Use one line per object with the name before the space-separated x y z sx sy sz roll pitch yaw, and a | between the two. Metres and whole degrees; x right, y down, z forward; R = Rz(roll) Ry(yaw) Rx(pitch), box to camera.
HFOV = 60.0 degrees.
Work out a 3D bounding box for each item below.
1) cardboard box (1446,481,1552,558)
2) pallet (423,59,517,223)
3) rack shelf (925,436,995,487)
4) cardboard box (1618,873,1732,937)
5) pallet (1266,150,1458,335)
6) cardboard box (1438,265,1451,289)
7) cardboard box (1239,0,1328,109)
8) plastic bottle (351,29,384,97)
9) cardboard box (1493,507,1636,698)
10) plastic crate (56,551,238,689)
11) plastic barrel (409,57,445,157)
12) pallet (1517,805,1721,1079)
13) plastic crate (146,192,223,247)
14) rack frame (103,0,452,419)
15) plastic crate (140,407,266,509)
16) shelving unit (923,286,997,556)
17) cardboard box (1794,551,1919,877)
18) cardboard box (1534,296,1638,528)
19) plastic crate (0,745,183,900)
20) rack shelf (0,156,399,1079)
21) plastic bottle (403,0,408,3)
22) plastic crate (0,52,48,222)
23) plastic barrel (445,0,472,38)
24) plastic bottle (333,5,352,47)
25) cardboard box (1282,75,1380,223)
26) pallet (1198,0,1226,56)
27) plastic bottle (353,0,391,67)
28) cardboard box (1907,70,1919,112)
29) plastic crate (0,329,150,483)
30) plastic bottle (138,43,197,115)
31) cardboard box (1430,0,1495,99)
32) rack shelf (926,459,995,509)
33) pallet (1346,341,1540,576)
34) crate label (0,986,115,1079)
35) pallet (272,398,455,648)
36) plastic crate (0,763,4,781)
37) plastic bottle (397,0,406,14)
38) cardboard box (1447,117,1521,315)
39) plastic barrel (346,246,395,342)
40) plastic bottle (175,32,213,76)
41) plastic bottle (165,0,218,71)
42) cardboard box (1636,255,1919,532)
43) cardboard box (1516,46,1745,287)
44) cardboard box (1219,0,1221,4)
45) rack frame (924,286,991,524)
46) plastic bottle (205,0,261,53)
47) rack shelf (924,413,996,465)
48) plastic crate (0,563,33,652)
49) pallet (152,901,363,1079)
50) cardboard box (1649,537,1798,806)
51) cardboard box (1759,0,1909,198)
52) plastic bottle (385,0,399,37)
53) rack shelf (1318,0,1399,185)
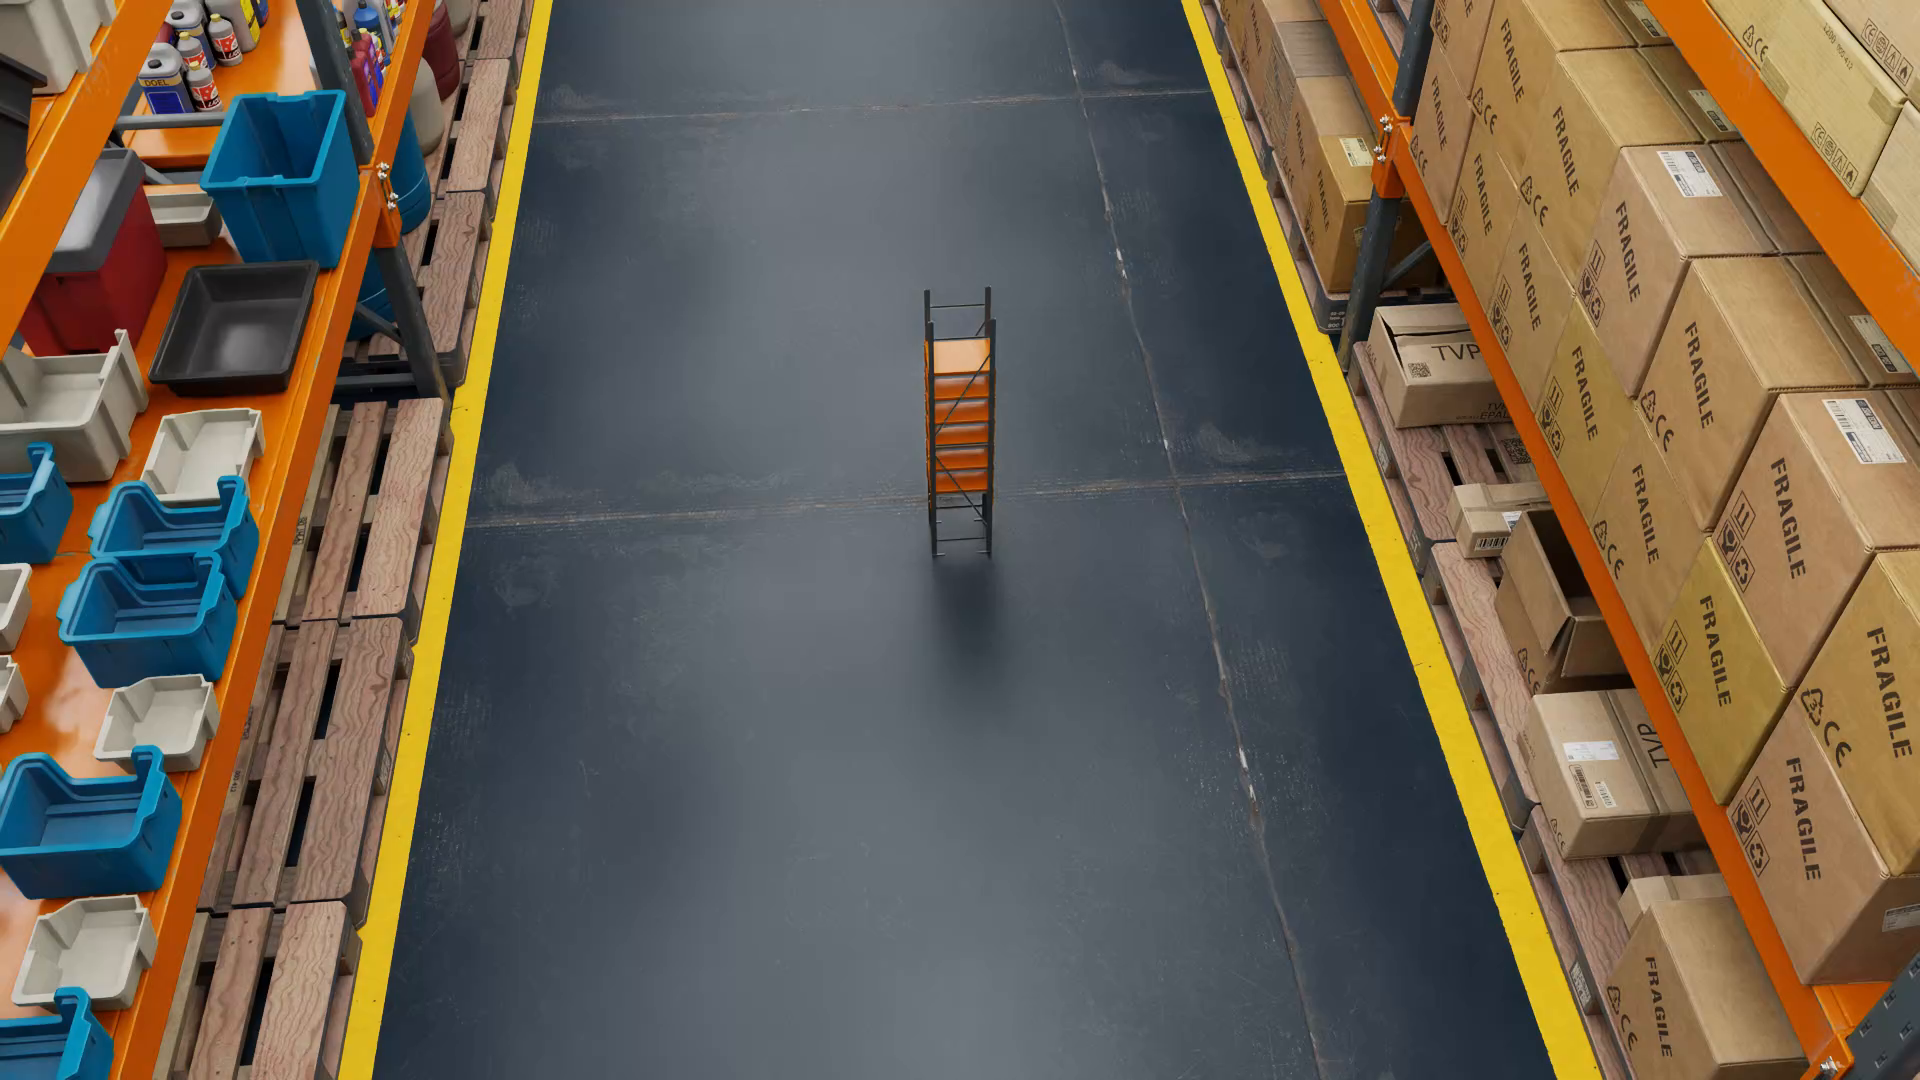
cardboard box | 2.111 -0.085 6.413 0.380 0.166 0.250 -3 47 -3
pallet | -2.856 -2.038 8.535 1.003 0.211 1.213 -3 47 -3
rack shelf | -0.001 -0.310 6.444 0.258 0.103 0.180 -3 47 -3
cardboard box | 2.308 1.190 5.205 0.380 0.166 0.250 -3 47 -3
pallet | 2.103 -1.477 8.004 1.003 0.211 1.213 -3 47 -3
cardboard box | 2.411 -1.507 7.530 0.500 0.500 0.500 -5 47 -5
cardboard box | 1.763 -2.570 8.537 0.500 0.500 0.500 -5 47 -5
plastic bottle | -2.344 -1.899 6.563 0.061 0.283 0.133 -3 47 -3
cardboard box | 2.371 0.216 5.896 0.797 0.503 0.637 -3 47 -3
plastic crate | -2.195 0.228 4.542 0.416 0.233 0.300 -3 47 -3
plastic barrel | -2.774 -2.162 8.156 0.421 0.512 0.421 0 47 0
pallet | 2.470 1.371 5.306 1.003 0.211 1.213 -3 47 -3
plastic crate | -2.831 -1.136 5.901 0.396 0.136 0.243 -3 47 -3
rack frame | -2.727 -1.552 6.154 1.000 3.000 0.127 -3 47 -3
plastic crate | -2.282 -0.240 5.052 0.293 0.136 0.466 -3 47 -3
shelving unit | -0.001 -0.423 6.324 0.258 1.200 0.189 -3 47 -3
cardboard box | 2.232 0.360 3.585 0.500 0.500 0.500 -4 47 -4
cardboard box | 2.110 -0.399 4.993 0.500 0.500 0.500 -4 47 -4
plastic crate | -2.140 0.704 4.091 0.416 0.233 0.300 -3 47 -3
rack shelf | -2.560 0.143 5.044 1.077 0.370 4.000 -3 47 -3
plastic bottle | -2.407 -2.445 7.080 0.061 0.283 0.133 -3 47 -3
plastic crate | -2.247 -0.790 3.409 0.504 0.338 0.767 -3 47 -3
plastic barrel | -2.868 -2.979 8.929 0.421 0.512 0.421 0 47 0
plastic bottle | -2.540 -2.085 6.796 0.097 0.201 0.097 0 47 0
cardboard box | 1.849 -1.840 7.845 0.500 0.500 0.500 -3 47 -3
pallet | 1.899 -3.243 9.676 1.003 0.211 1.213 -3 47 -3
plastic bottle | -2.380 -2.048 6.712 0.097 0.271 0.097 0 47 0
cardboard box | 2.204 -0.826 3.159 0.500 0.250 0.500 -3 47 -3
plastic crate | -2.783 -0.416 5.118 0.437 0.282 0.530 -3 47 -3
plastic bottle | -3.083 -1.775 6.450 0.152 0.276 0.135 -3 47 -3
cardboard box | 1.968 -1.870 5.698 0.500 0.500 0.500 -2 47 -2
rack shelf | -0.001 -0.227 6.531 0.258 0.103 0.180 -3 47 -3
pallet | 2.265 -0.394 6.978 1.003 0.211 1.213 -3 47 -3
crate label | -2.085 1.181 3.640 0.416 0.233 0.303 -3 47 -3
pallet | -2.627 -0.063 6.665 1.003 0.211 1.213 -3 47 -3
plastic crate | -2.651 0.623 4.235 0.396 0.136 0.243 -3 47 -3
plastic bottle | -2.416 -2.333 7.030 0.097 0.201 0.097 0 47 0
cardboard box | 2.026 -1.129 5.684 0.500 0.500 0.500 -3 47 -3
plastic barrel | -2.756 -1.369 7.137 0.600 0.901 0.708 -3 47 -3
plastic bottle | -3.070 -1.931 6.650 0.097 0.201 0.097 0 47 0
plastic bottle | -3.113 -2.039 6.701 0.152 0.276 0.135 -3 47 -3
cardboard box | 2.141 -0.380 4.286 0.500 0.500 0.500 -2 47 -2
cardboard box | 2.054 -1.125 4.992 0.500 0.500 0.500 -5 47 -4
cardboard box | 1.677 -3.311 9.238 0.500 0.500 0.500 -5 47 -5
rack frame | -0.009 -0.489 6.387 0.240 1.200 0.006 -3 47 -3
plastic bottle | -2.987 -2.189 6.791 0.144 0.351 0.185 -3 47 -3
rack shelf | -0.001 -0.393 6.357 0.258 0.103 0.180 -3 47 -3
plastic crate | -2.742 0.210 4.626 0.298 0.136 0.250 -3 47 -3
pallet | -2.423 1.702 4.993 1.003 0.211 1.213 -3 47 -3
cardboard box | 2.188 0.327 4.306 0.500 0.500 0.500 -3 47 -3
cardboard box | 2.152 -1.015 3.683 0.500 0.250 0.500 -3 47 -3
plastic bottle | -2.400 -2.216 6.871 0.097 0.271 0.097 0 47 0
rack shelf | 2.041 -3.050 8.068 1.077 0.370 4.000 -3 47 -3
